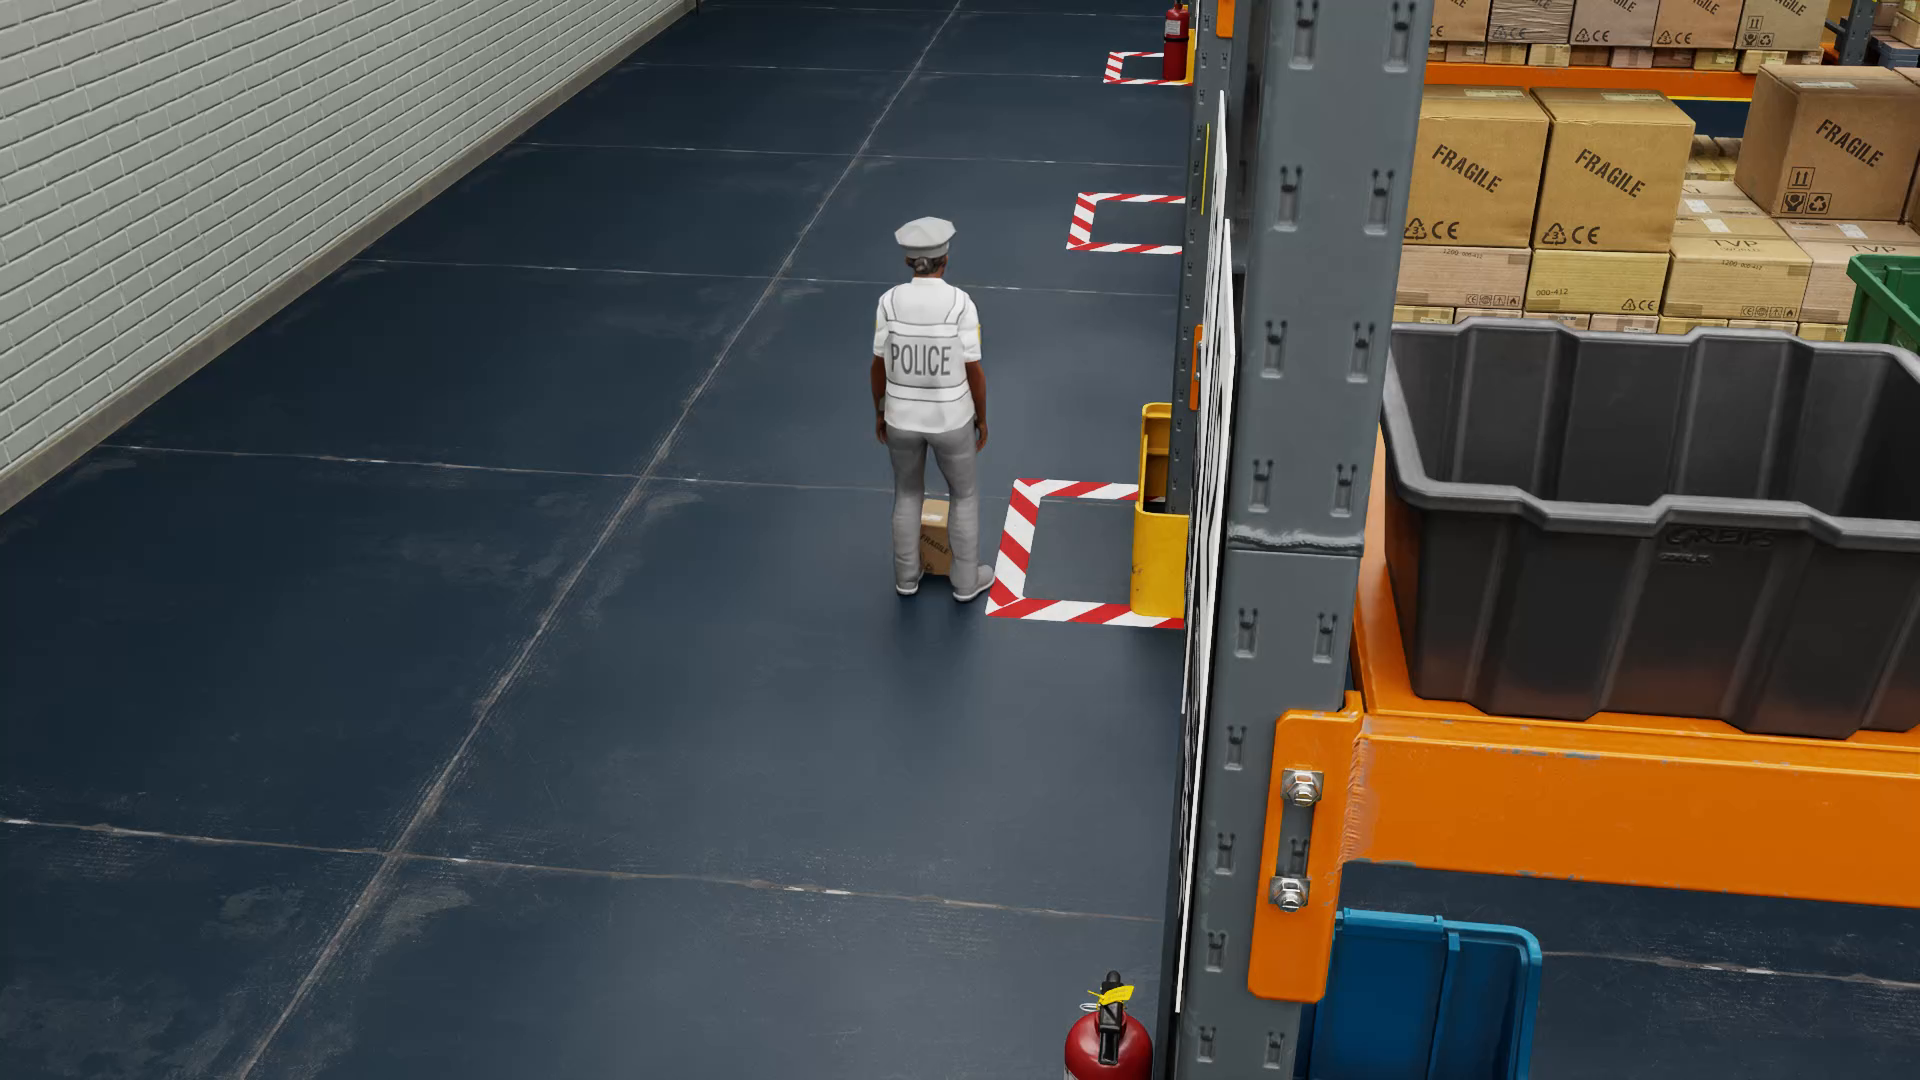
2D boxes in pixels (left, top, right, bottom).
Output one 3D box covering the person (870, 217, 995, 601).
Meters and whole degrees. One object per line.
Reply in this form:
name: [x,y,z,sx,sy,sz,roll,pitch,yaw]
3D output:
person: [-0.114,-0.515,7.074,0.518,1.656,0.397,6,29,10]
